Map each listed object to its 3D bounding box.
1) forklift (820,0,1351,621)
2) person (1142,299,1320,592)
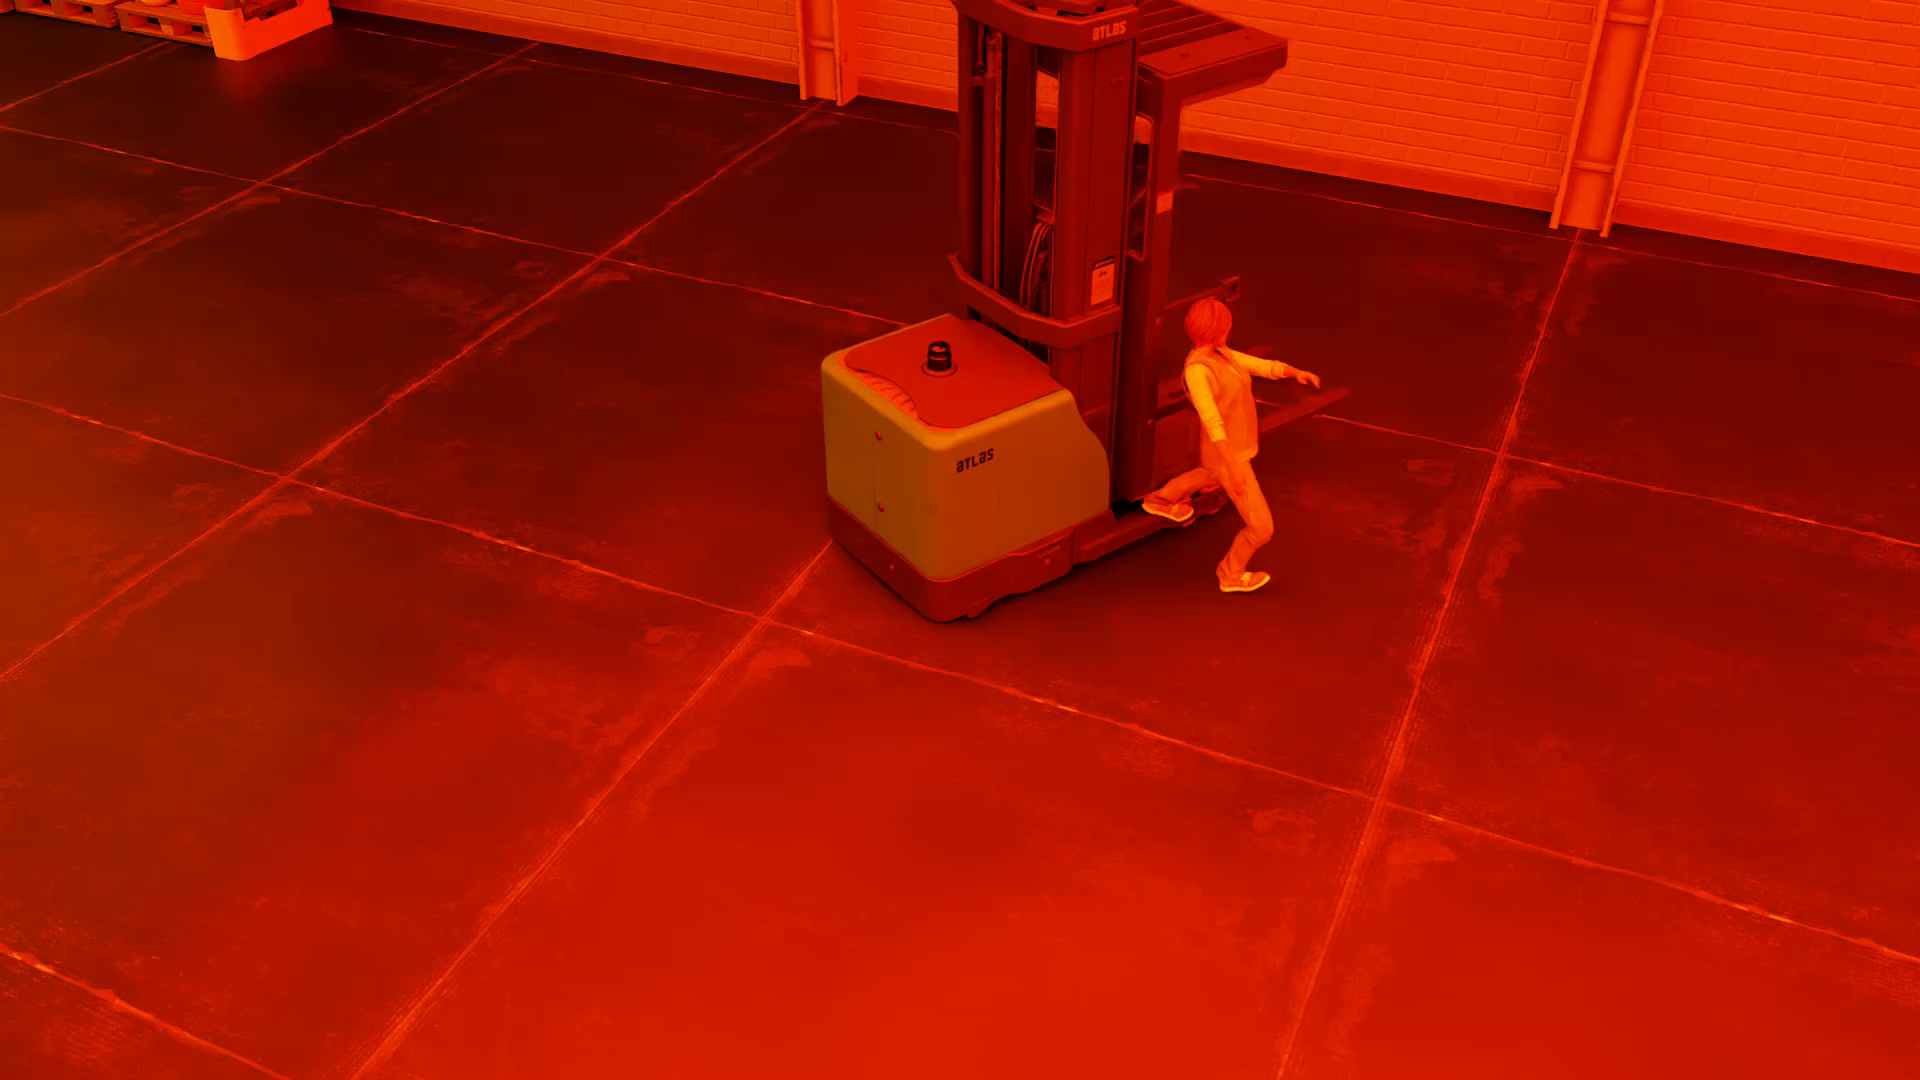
[{"bbox_3d":[0.800,-1.487,8.171,3.031,2.935,1.130,-23,42,-29],"label":"forklift"},{"bbox_3d":[1.275,-0.396,7.958,0.762,1.406,0.793,4,36,6],"label":"person"}]
